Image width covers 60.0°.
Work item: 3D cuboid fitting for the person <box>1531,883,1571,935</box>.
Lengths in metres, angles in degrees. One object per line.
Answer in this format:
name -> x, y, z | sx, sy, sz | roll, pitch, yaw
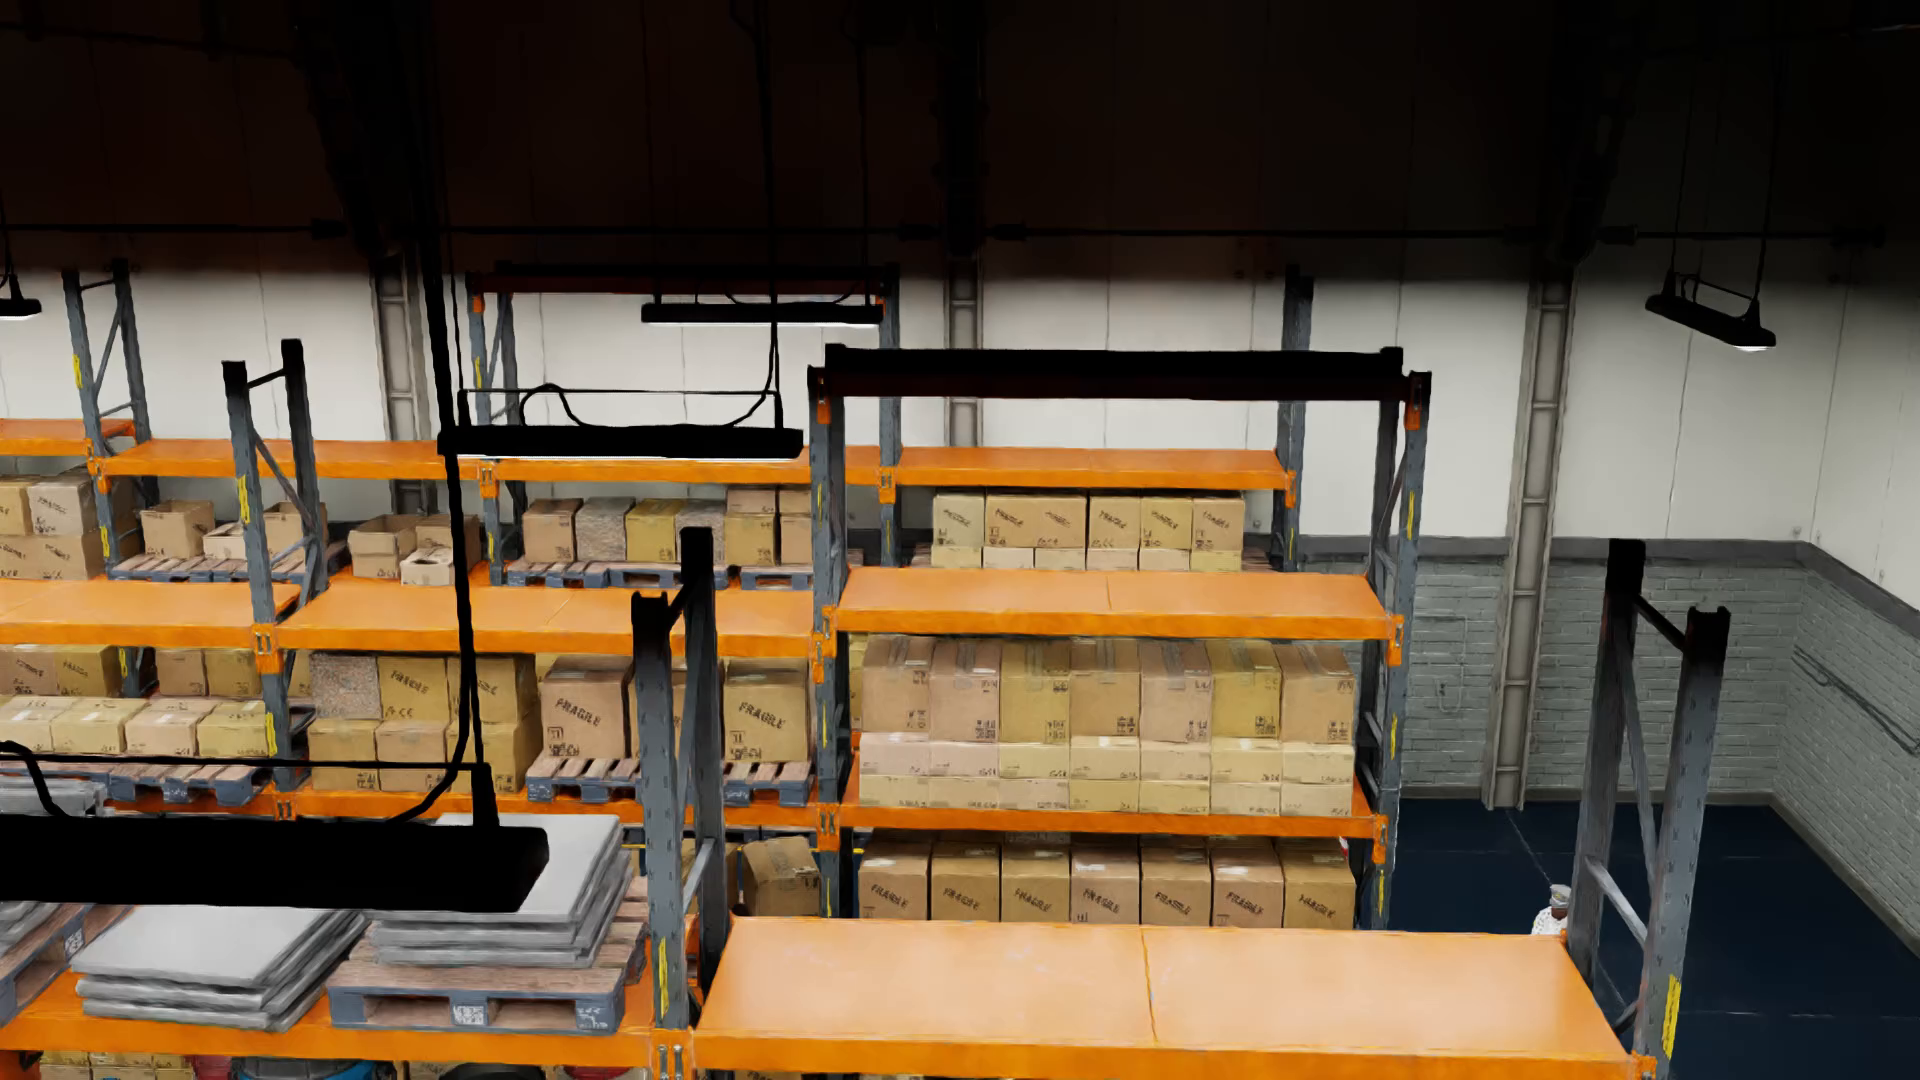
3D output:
person -> 4.788, 3.506, 13.571 | 0.509, 1.662, 0.672 | -13, 21, -38
